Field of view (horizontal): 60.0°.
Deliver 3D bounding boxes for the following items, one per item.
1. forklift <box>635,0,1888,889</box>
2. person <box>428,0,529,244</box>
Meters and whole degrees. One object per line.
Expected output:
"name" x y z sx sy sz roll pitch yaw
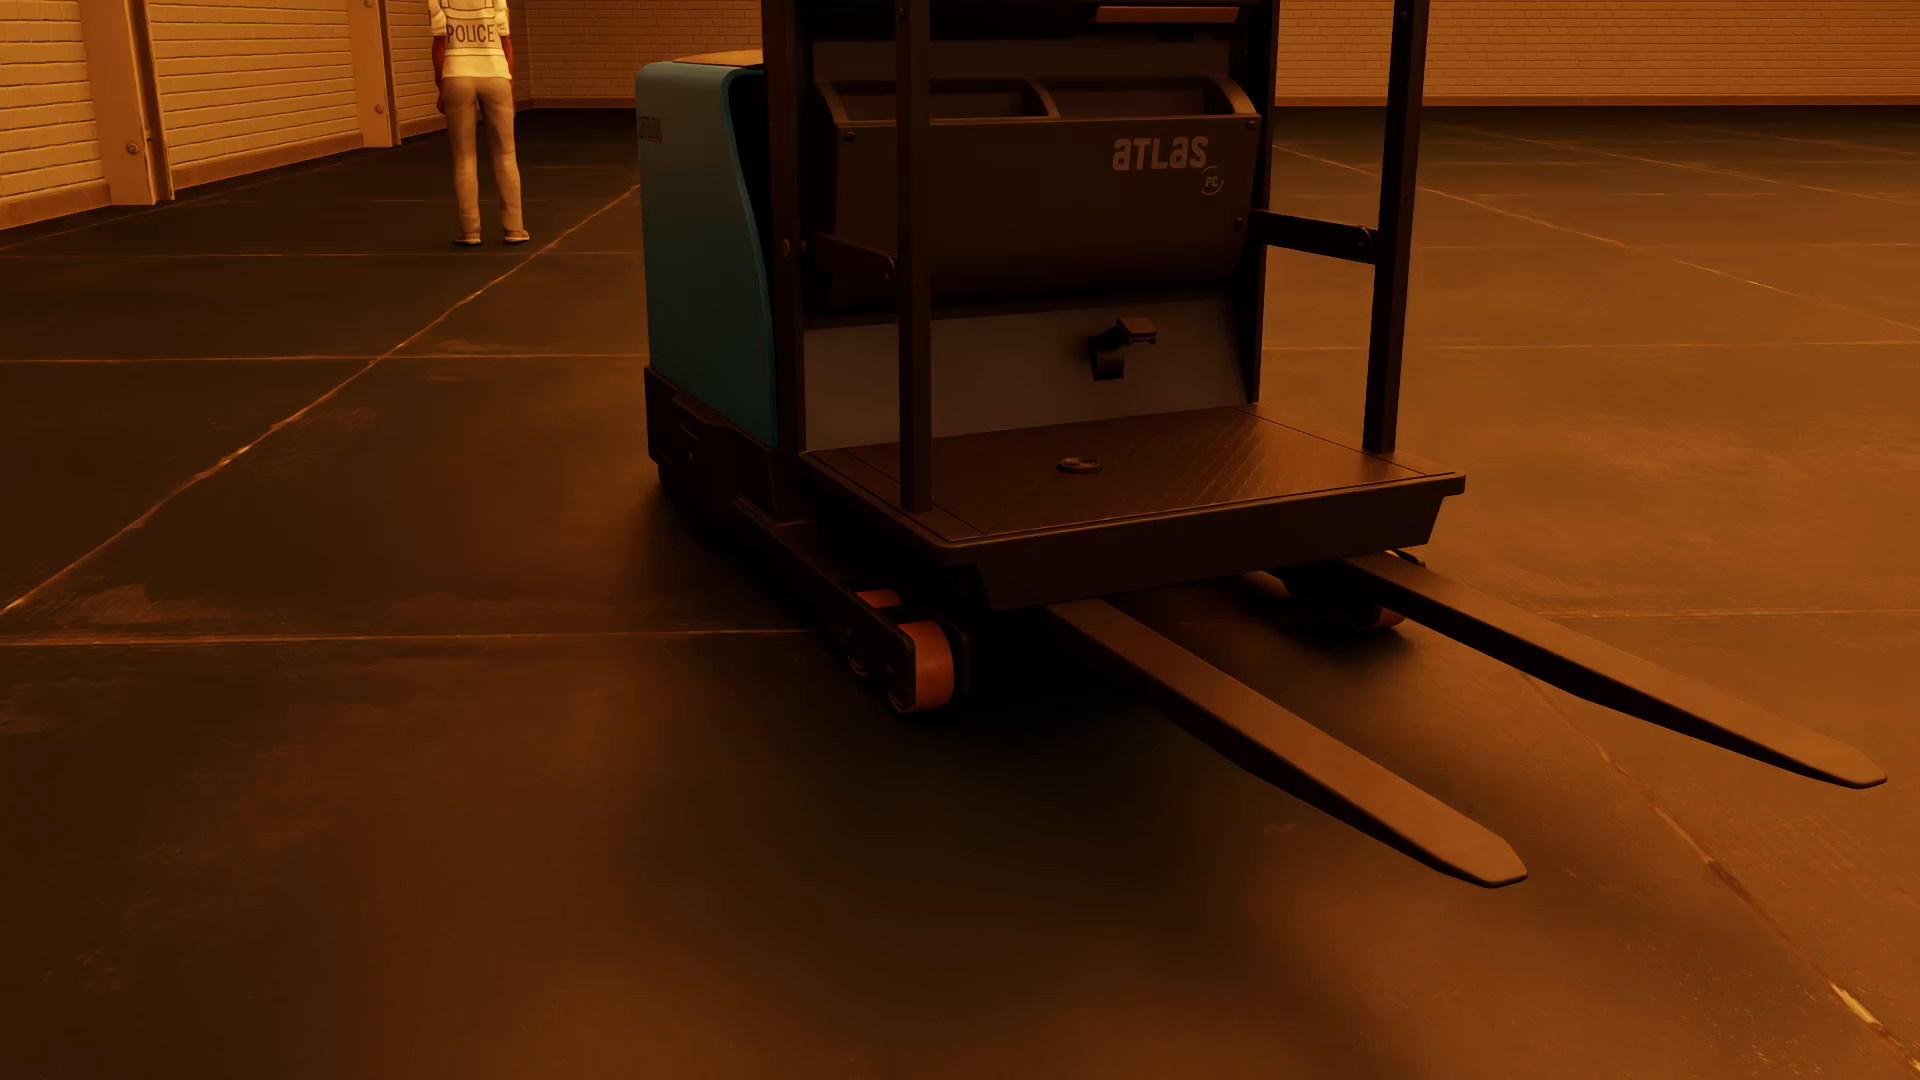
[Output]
"forklift" 0.258 -1.240 2.962 1.130 2.935 3.031 -8 19 -24
"person" -2.662 -2.490 9.171 0.451 1.694 0.345 -6 18 -18
